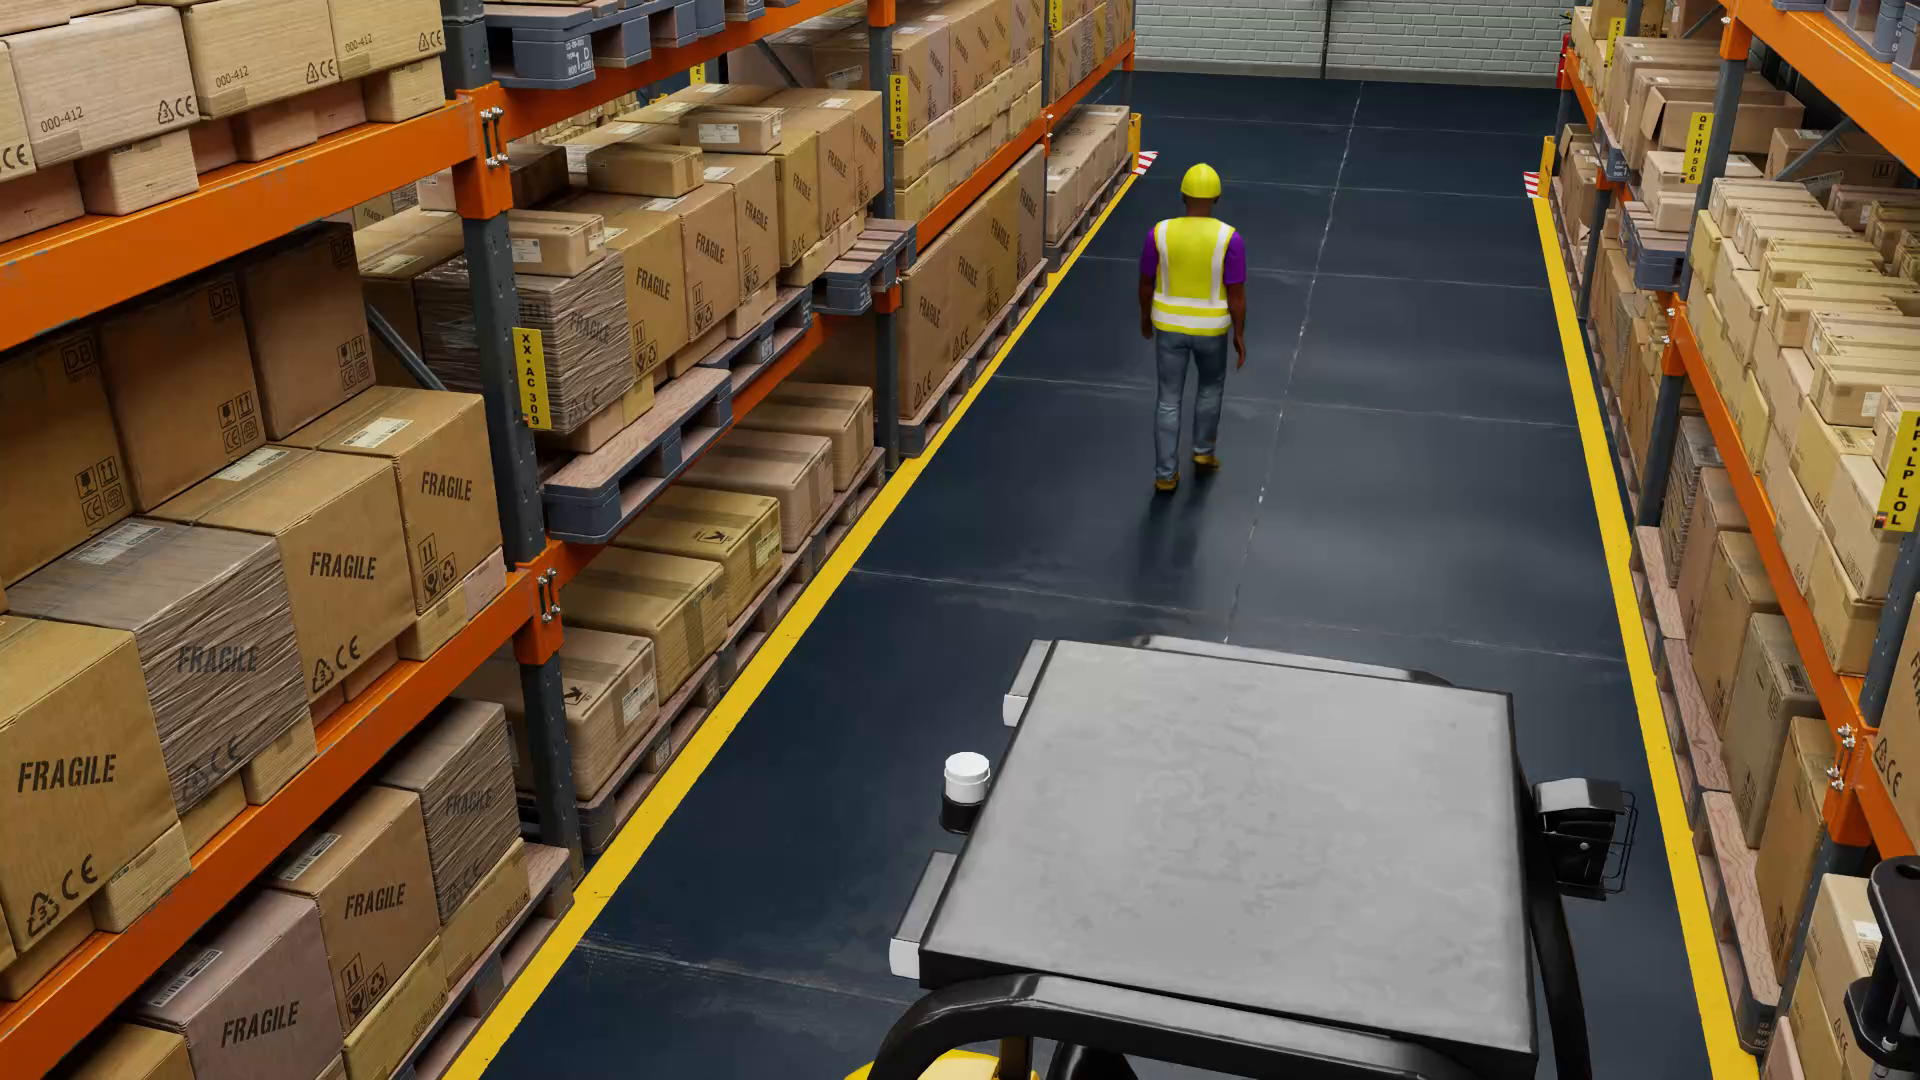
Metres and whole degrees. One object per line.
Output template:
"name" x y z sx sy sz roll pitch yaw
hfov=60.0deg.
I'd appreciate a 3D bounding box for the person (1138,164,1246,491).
"person" 1.262 -1.138 9.041 0.607 1.828 0.654 5 26 11
